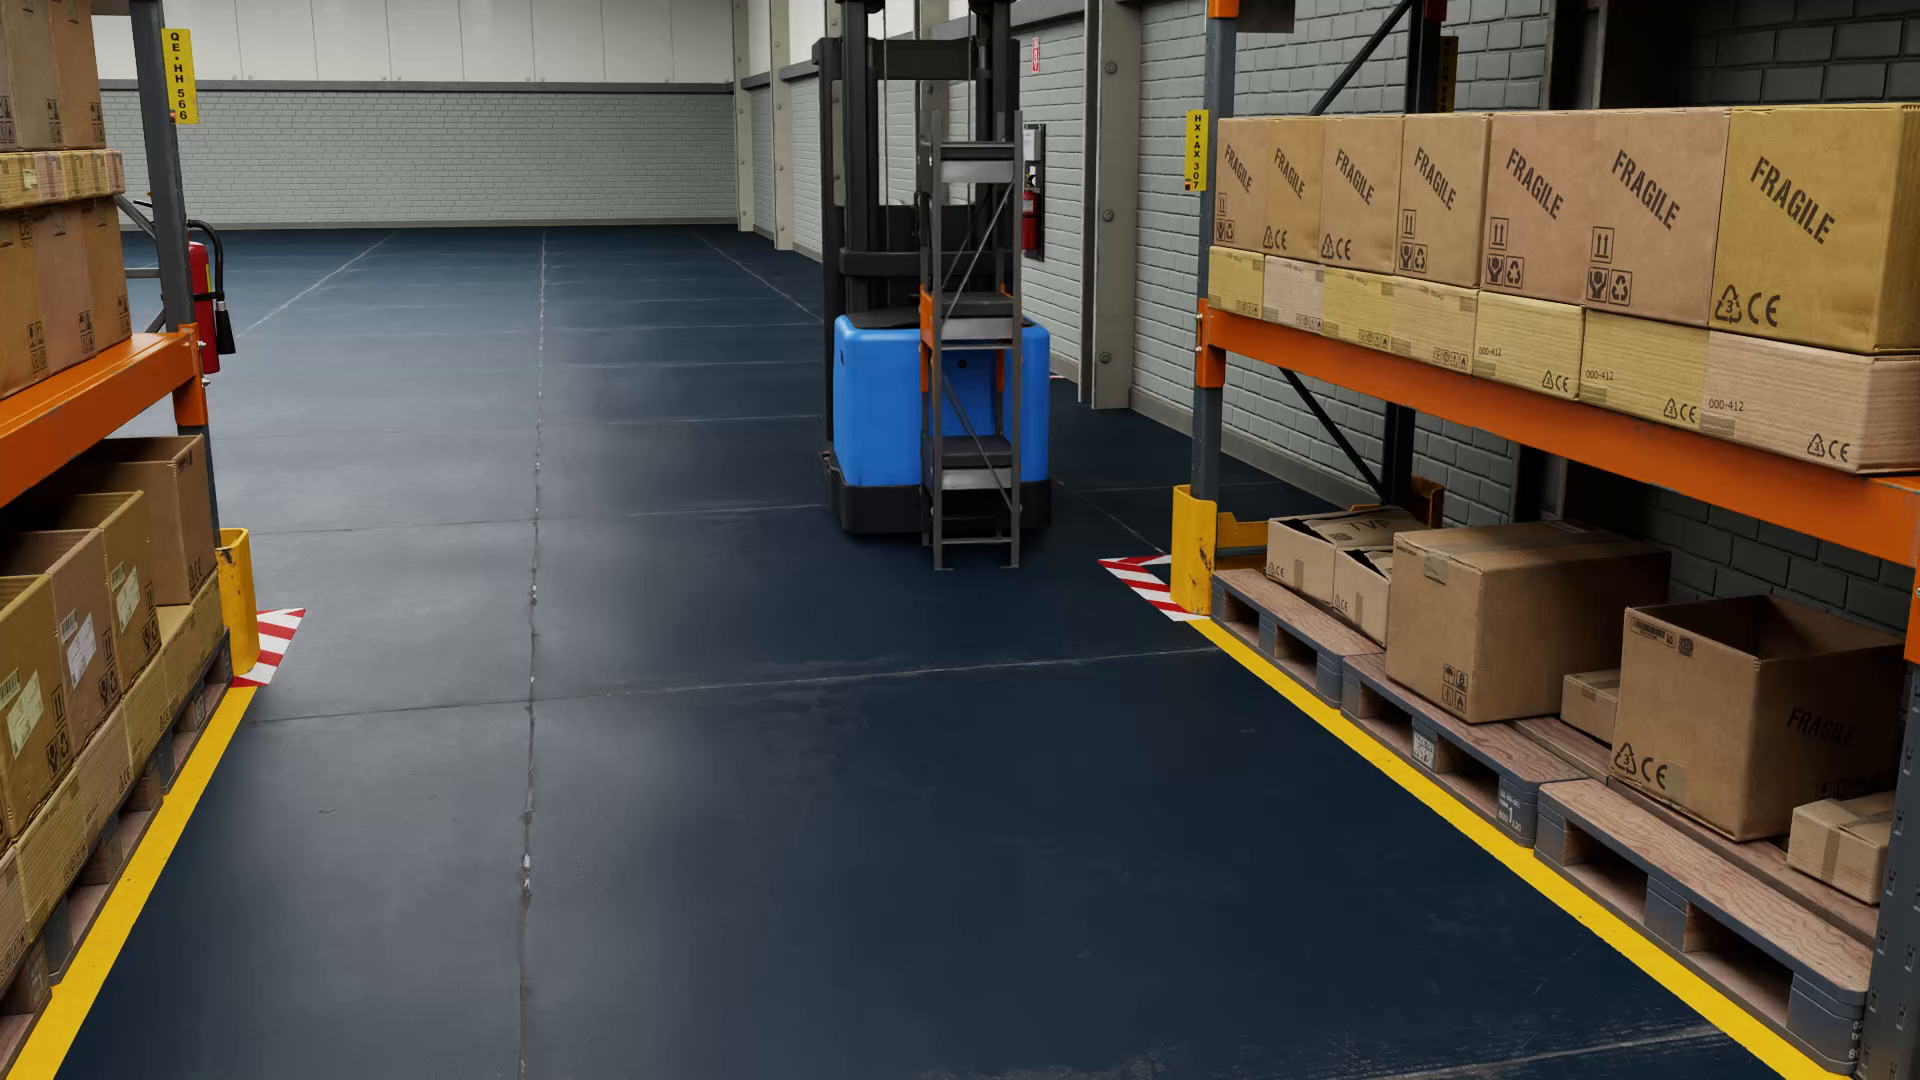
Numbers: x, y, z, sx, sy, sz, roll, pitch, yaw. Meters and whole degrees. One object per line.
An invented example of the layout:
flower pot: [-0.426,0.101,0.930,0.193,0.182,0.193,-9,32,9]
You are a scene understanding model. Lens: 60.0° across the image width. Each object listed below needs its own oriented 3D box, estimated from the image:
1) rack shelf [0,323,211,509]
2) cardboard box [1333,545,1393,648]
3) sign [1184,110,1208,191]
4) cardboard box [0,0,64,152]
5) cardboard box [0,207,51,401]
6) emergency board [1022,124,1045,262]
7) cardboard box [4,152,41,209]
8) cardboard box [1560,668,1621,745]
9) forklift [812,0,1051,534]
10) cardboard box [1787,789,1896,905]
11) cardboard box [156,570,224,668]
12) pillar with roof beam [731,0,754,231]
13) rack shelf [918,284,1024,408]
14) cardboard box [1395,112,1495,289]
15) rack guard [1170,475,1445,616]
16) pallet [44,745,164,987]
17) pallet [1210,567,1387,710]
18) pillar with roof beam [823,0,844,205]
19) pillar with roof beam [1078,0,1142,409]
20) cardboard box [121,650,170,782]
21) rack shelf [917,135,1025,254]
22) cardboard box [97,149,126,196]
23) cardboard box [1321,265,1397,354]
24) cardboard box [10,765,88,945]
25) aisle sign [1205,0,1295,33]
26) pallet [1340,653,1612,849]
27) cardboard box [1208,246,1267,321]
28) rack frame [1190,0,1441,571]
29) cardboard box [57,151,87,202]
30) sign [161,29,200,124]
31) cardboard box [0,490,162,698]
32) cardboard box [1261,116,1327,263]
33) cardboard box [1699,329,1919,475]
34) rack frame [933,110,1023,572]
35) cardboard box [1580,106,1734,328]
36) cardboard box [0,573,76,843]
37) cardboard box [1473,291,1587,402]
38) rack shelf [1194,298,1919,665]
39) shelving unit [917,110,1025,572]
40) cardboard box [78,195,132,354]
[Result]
rack shelf: [-2.836,-0.132,4.164,1.077,0.370,4.000,-3,14,-13]
cardboard box: [1.717,0.168,6.156,0.500,0.311,0.500,-2,14,-9]
sign: [0.981,-1.610,6.874,0.100,0.325,0.005,-3,14,-13]
cardboard box: [-3.068,-1.380,4.812,0.700,0.500,0.500,-4,14,-15]
cardboard box: [-2.970,-0.648,4.547,0.700,0.500,0.500,-3,14,-13]
emergency board: [0.561,-3.063,14.645,0.194,1.169,0.643,-3,14,-13]
cardboard box: [-2.789,-0.991,4.587,0.380,0.149,0.250,-3,14,-11]
cardboard box: [2.091,0.504,5.125,0.380,0.149,0.250,-4,14,-18]
forklift: [-0.254,-1.753,9.427,1.130,2.935,3.031,-2,14,-8]
cardboard box: [2.293,0.744,4.106,0.380,0.166,0.250,-5,15,-21]
cardboard box: [-2.893,0.296,5.805,0.500,0.250,0.500,-3,14,-13]
pillar with roof beam: [-8.717,-10.702,33.271,9.100,9.000,0.400,-3,14,-13]
rack shelf: [0.045,-0.921,7.830,0.431,0.518,0.480,-2,14,-8]
cardboard box: [1.683,-1.042,5.065,0.500,0.500,0.500,-3,14,-11]
rack guard: [1.526,0.012,7.326,1.175,0.500,0.348,-3,14,-13]
pallet: [-2.803,0.866,4.436,1.003,0.211,1.213,-3,14,-13]
pallet: [1.682,0.341,6.585,1.003,0.211,1.213,-3,14,-13]
pillar with roof beam: [-5.899,-7.934,21.940,9.100,9.000,0.400,-3,14,-13]
pillar with roof beam: [-3.080,-5.165,10.609,9.100,9.000,0.400,-3,14,-13]
cardboard box: [-2.645,0.526,4.864,0.500,0.250,0.500,-3,14,-13]
rack shelf: [0.045,-1.601,7.663,0.431,0.518,0.480,-2,14,-8]
cardboard box: [-3.031,-1.229,5.561,0.380,0.149,0.250,-4,14,-14]
cardboard box: [1.564,-0.790,5.614,0.500,0.250,0.500,-4,14,-14]
cardboard box: [-2.406,0.756,3.920,0.500,0.250,0.500,-3,14,-13]
aisle sign: [1.200,-2.483,6.792,0.394,0.787,0.004,-3,14,-13]
pallet: [1.965,0.622,5.435,1.003,0.211,1.213,-3,14,-13]
cardboard box: [1.314,-1.027,6.583,0.500,0.250,0.500,-4,14,-15]
rack frame: [1.508,-1.220,7.101,1.000,3.000,0.127,-3,14,-13]
cardboard box: [-2.908,-1.110,5.073,0.380,0.149,0.250,-3,14,-14]
sign: [-2.775,-1.648,5.912,0.100,0.325,0.005,-3,14,-13]
cardboard box: [-2.642,0.161,4.775,0.500,0.500,0.500,-3,14,-13]
cardboard box: [1.434,-1.280,6.039,0.500,0.500,0.500,-3,14,-13]
cardboard box: [2.042,-0.327,3.717,0.500,0.250,0.500,-3,14,-13]
rack frame: [0.079,-0.877,7.592,0.400,2.100,0.015,-2,14,-8]
cardboard box: [1.913,-0.805,4.096,0.500,0.500,0.500,-3,14,-14]
cardboard box: [-2.406,0.392,3.831,0.500,0.500,0.500,-3,14,-13]
cardboard box: [1.800,-0.557,4.661,0.500,0.250,0.500,-3,14,-13]
rack shelf: [1.978,-0.409,5.298,1.077,0.370,4.000,-3,14,-13]
shelving unit: [0.045,-0.934,7.826,0.431,2.100,0.503,-2,14,-8]
cardboard box: [-3.209,-0.883,5.512,0.700,0.500,0.500,-3,14,-13]
